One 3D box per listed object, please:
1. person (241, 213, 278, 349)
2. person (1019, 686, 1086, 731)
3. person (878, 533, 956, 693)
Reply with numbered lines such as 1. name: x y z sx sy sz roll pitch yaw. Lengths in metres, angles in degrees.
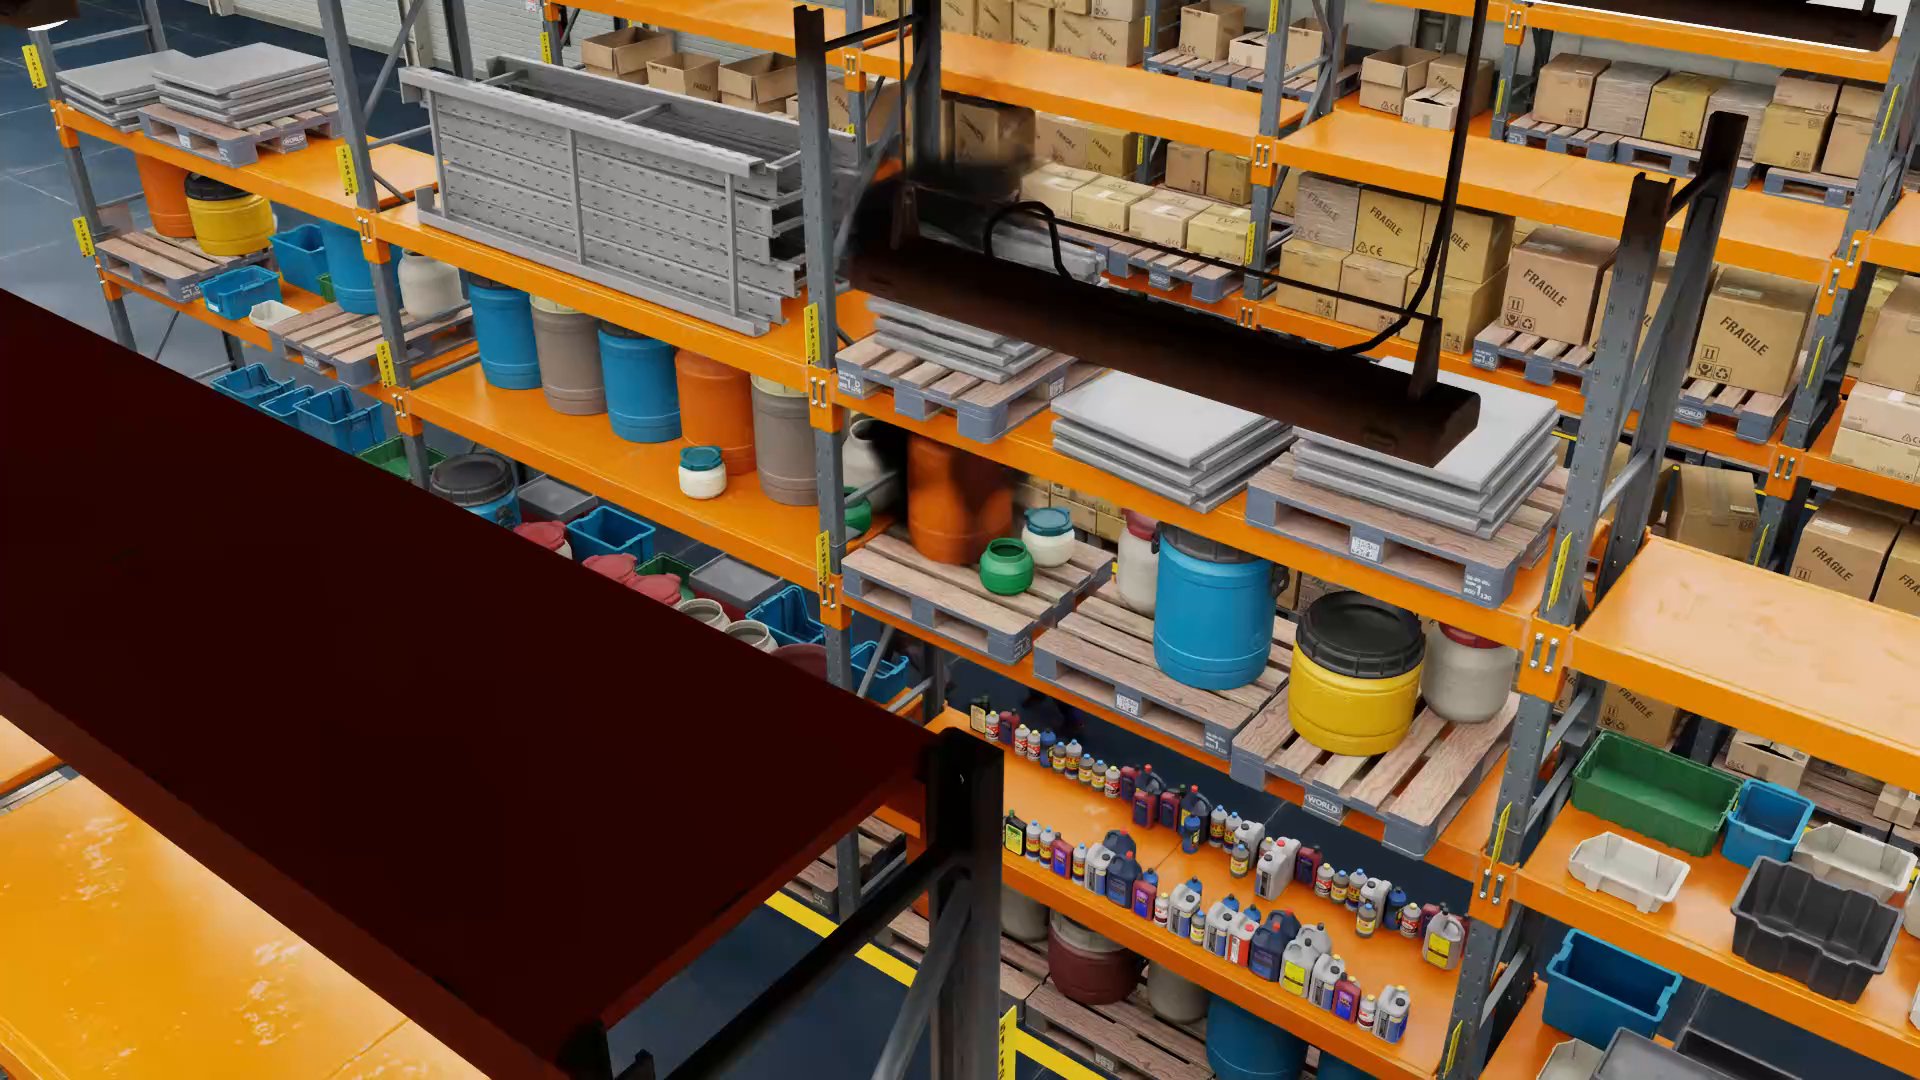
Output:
1. person: -7.744 -3.023 18.502 0.874 1.836 0.681 -18 36 -27
2. person: 0.677 0.715 12.560 0.745 1.700 0.576 16 35 25
3. person: -0.420 0.481 12.848 1.010 1.722 0.678 22 38 31
